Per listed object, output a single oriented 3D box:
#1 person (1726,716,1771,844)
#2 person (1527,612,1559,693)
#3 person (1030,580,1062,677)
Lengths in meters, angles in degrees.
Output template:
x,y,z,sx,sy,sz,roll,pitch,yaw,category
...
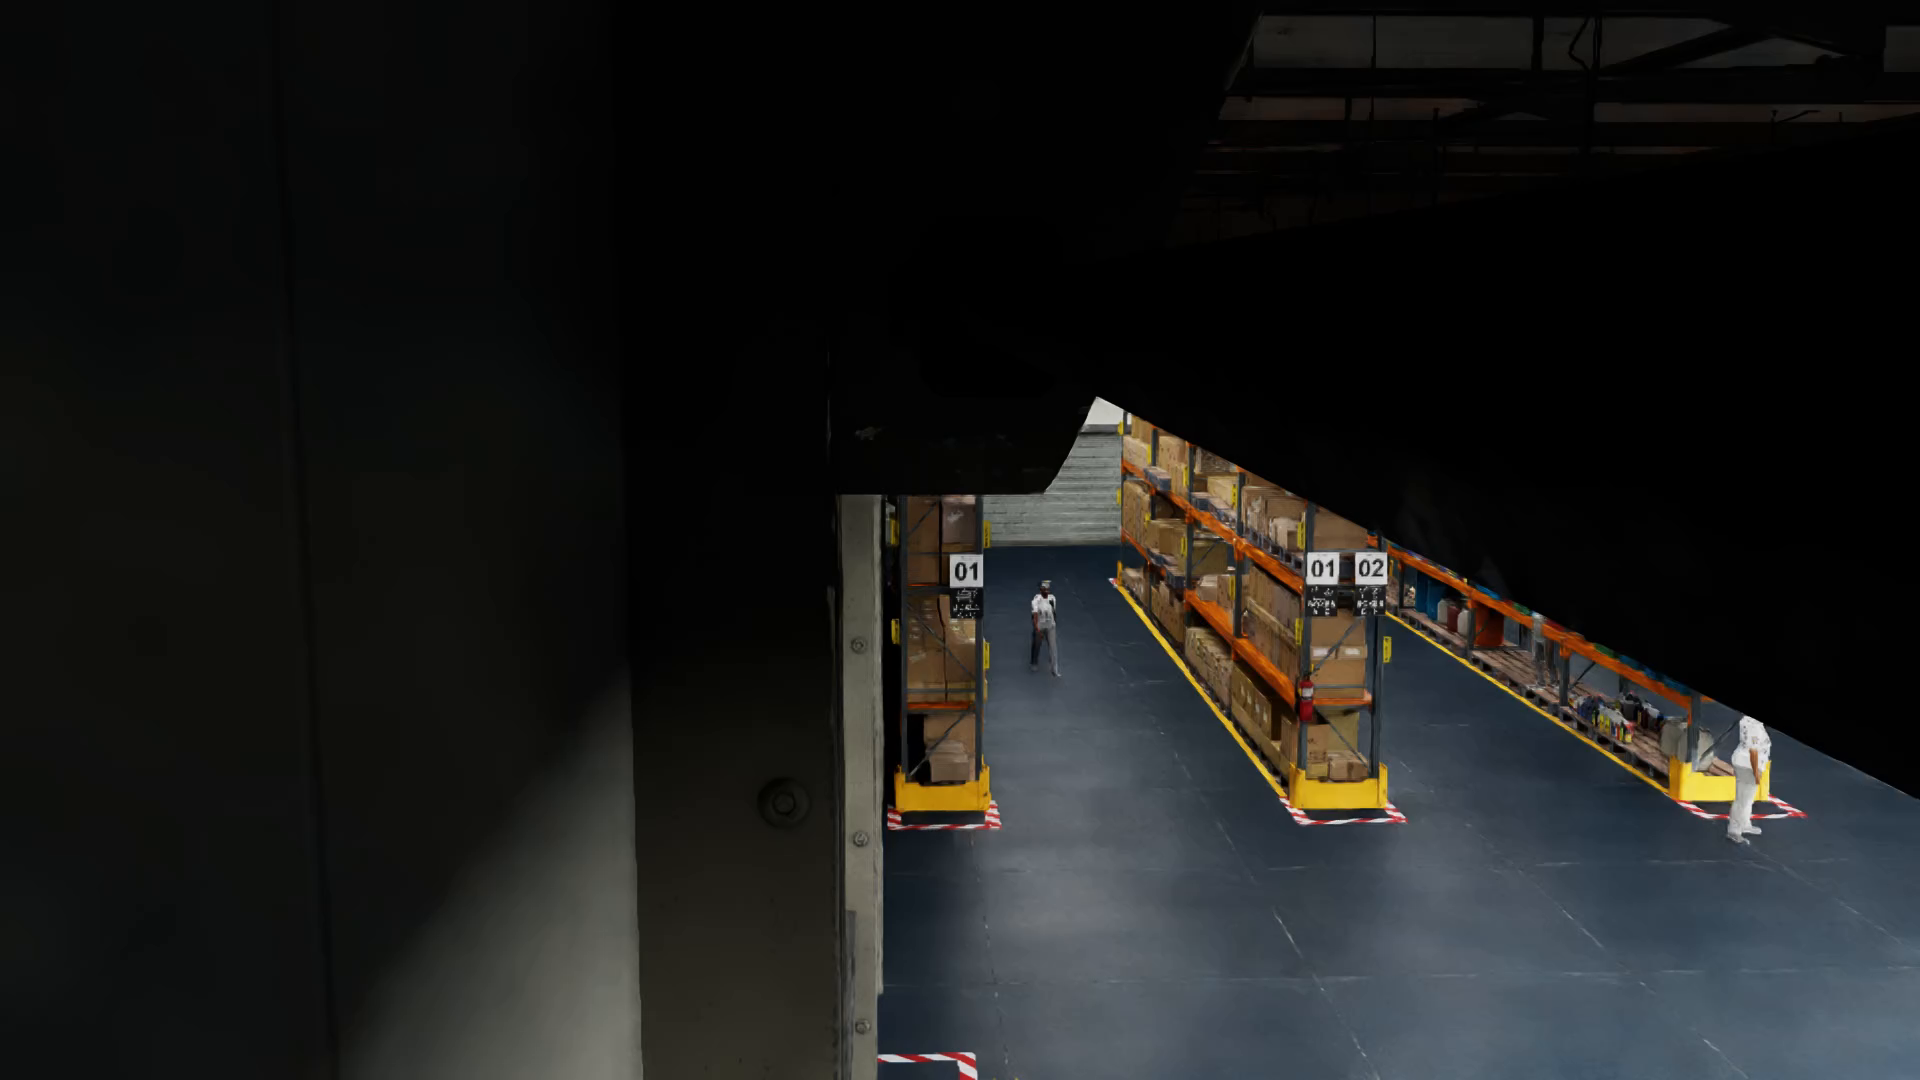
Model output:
x,y,z,sx,sy,sz,roll,pitch,yaw,category
9.201,2.659,19.374,0.421,1.668,0.606,3,9,18,person
9.097,1.559,25.780,0.435,1.595,0.495,-2,9,-14,person
1.398,1.441,27.688,0.448,1.623,0.997,-2,9,-11,person
